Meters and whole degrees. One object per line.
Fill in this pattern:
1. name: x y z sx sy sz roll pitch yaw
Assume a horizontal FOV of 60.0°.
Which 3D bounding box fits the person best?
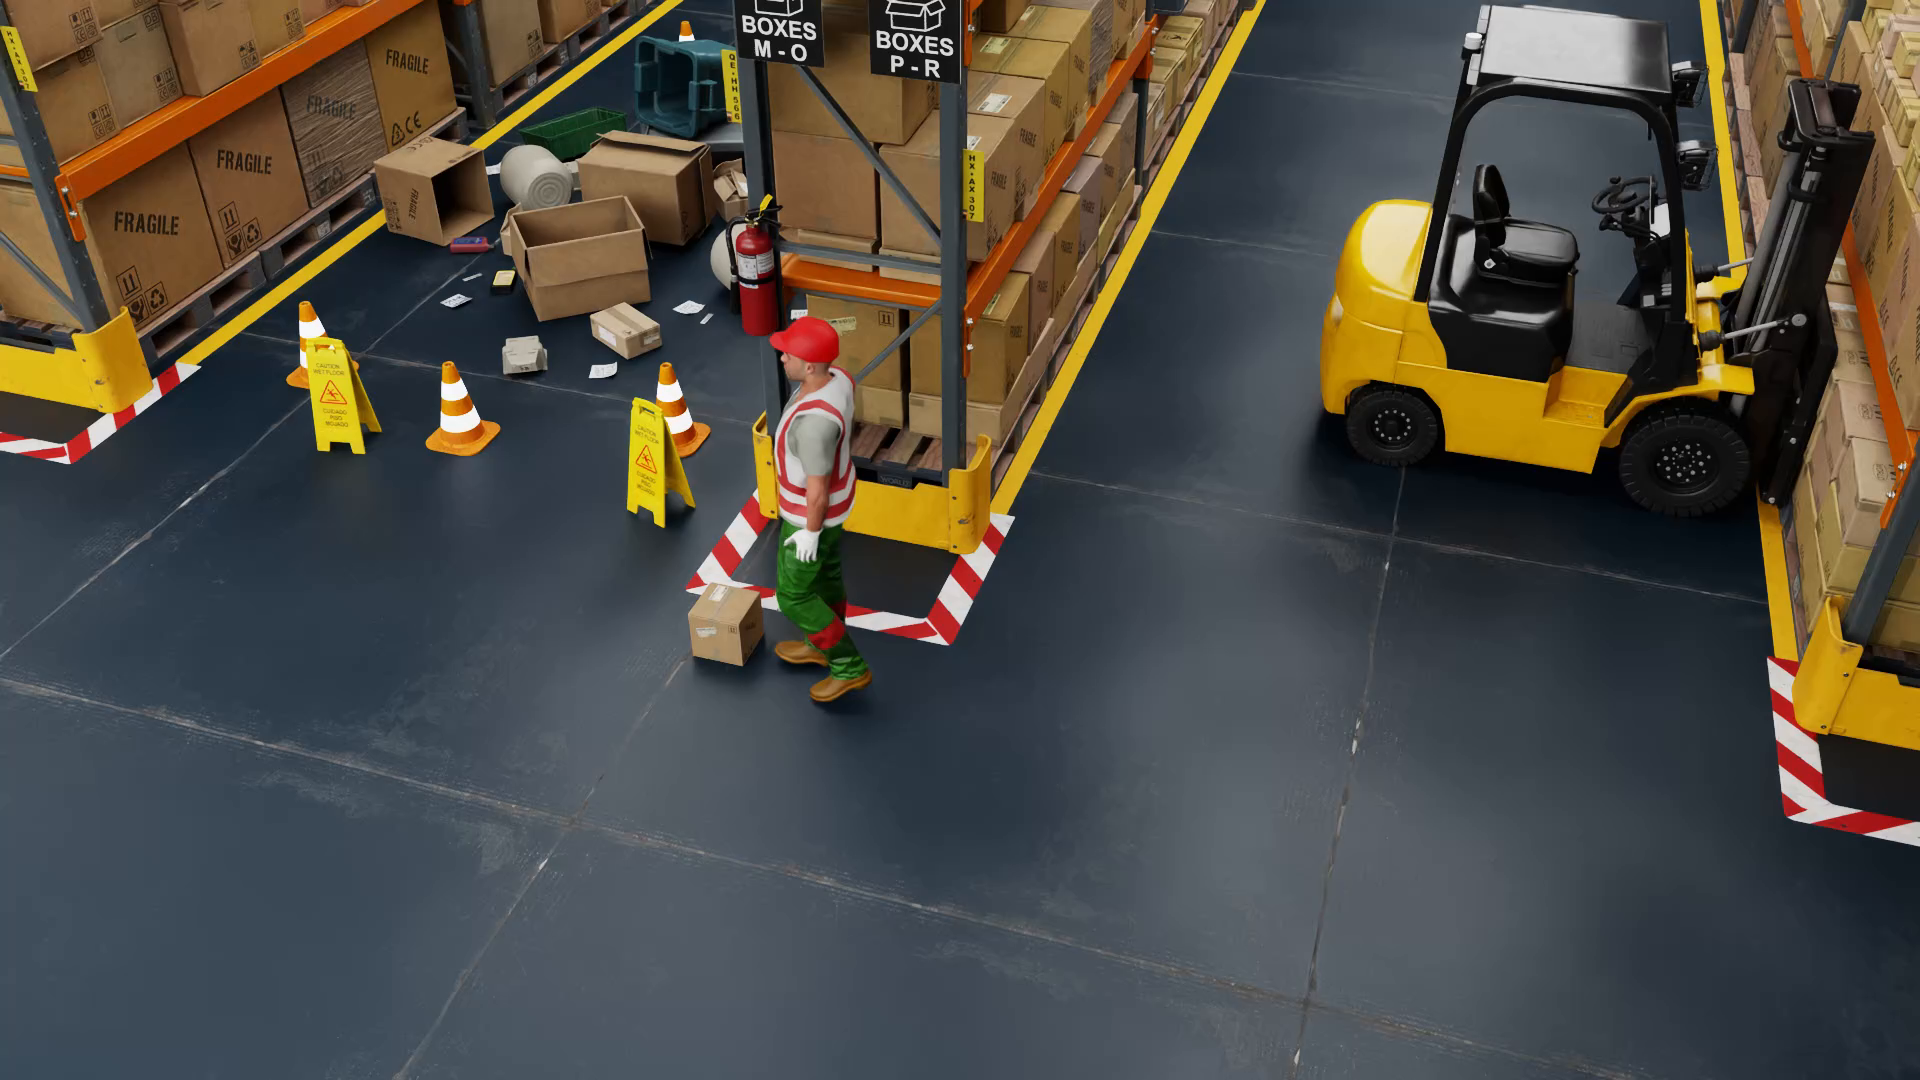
1. person: -0.608 -0.142 7.049 0.499 1.796 0.544 4 37 6
